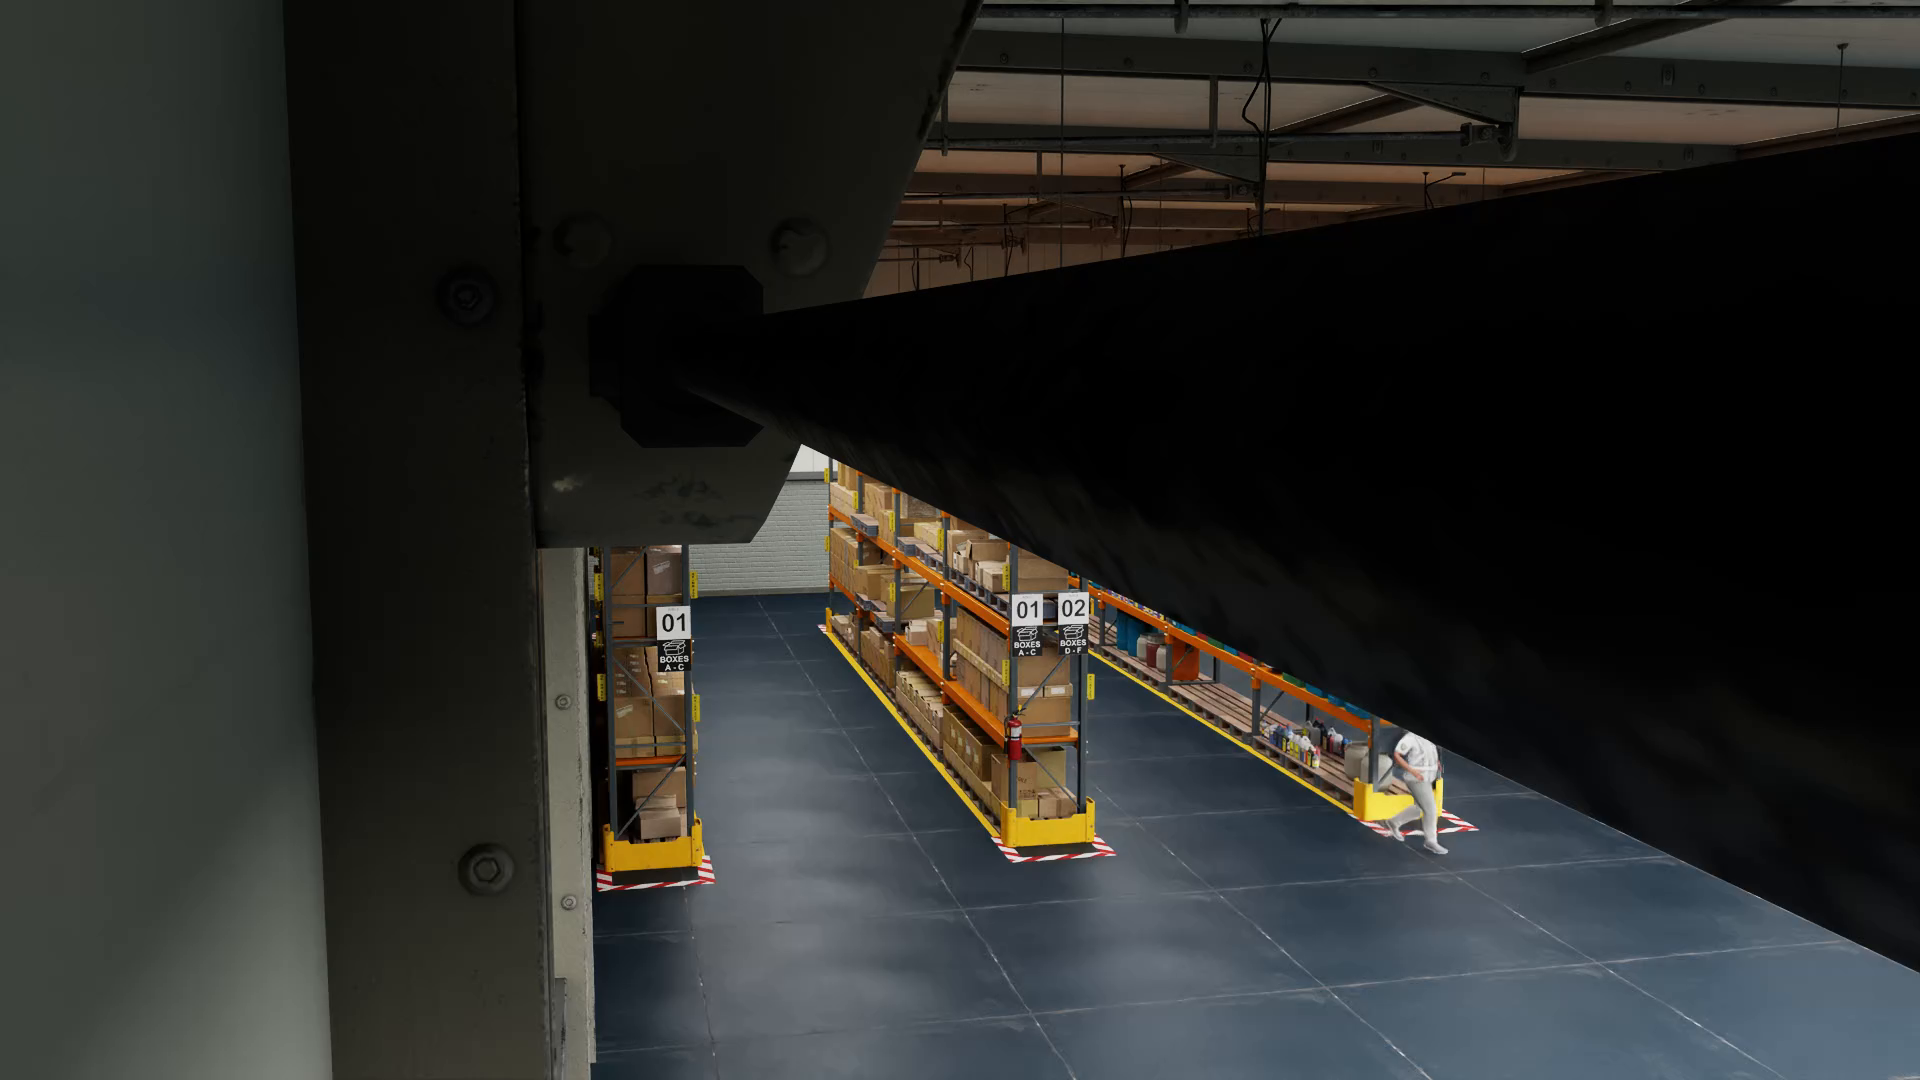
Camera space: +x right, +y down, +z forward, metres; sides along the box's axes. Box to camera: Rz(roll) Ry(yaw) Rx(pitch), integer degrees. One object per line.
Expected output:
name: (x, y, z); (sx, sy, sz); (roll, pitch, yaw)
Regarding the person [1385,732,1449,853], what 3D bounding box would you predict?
person: (5.767, 2.999, 20.888); (0.838, 1.797, 0.681); (4, 8, 31)
